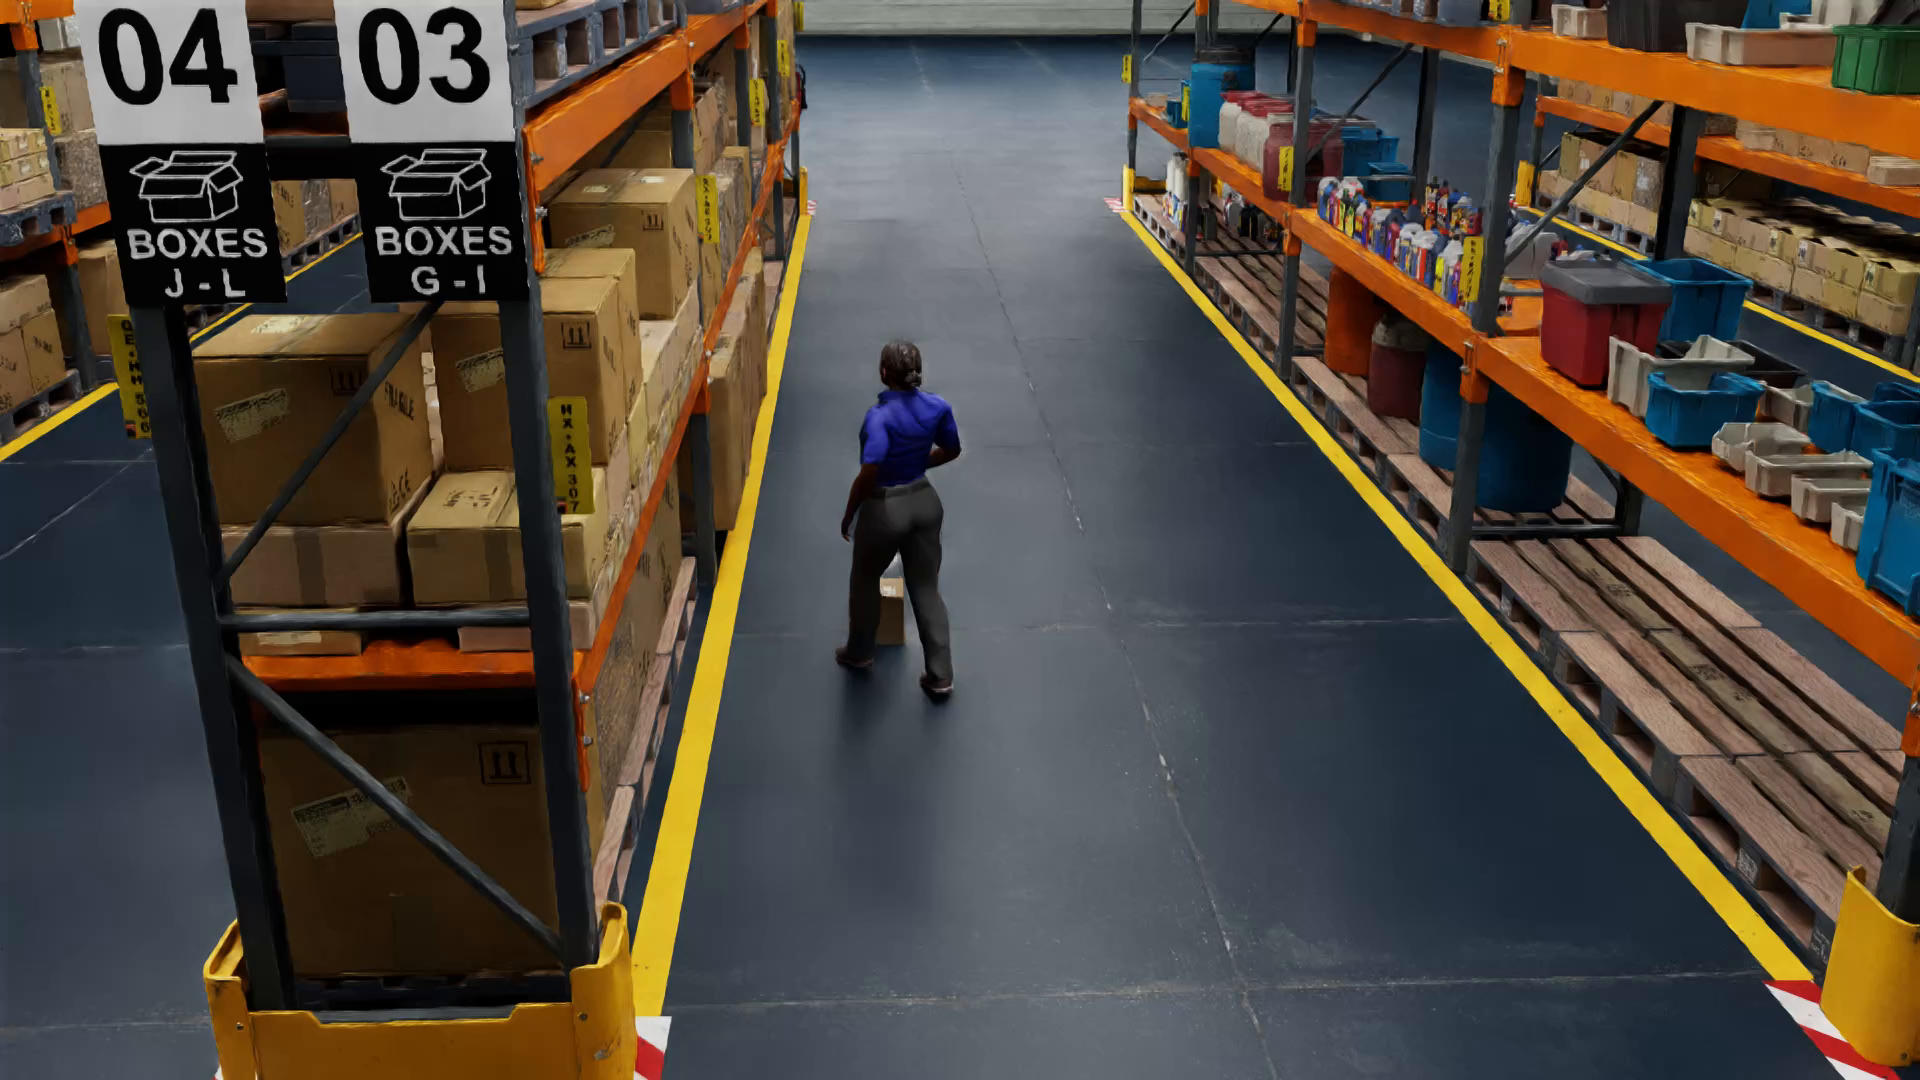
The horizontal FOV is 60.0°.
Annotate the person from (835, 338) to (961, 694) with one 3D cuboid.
[{"bbox_3d":[-0.337,-0.129,7.433,0.613,1.647,0.743,-14,25,-32],"label":"person"}]
